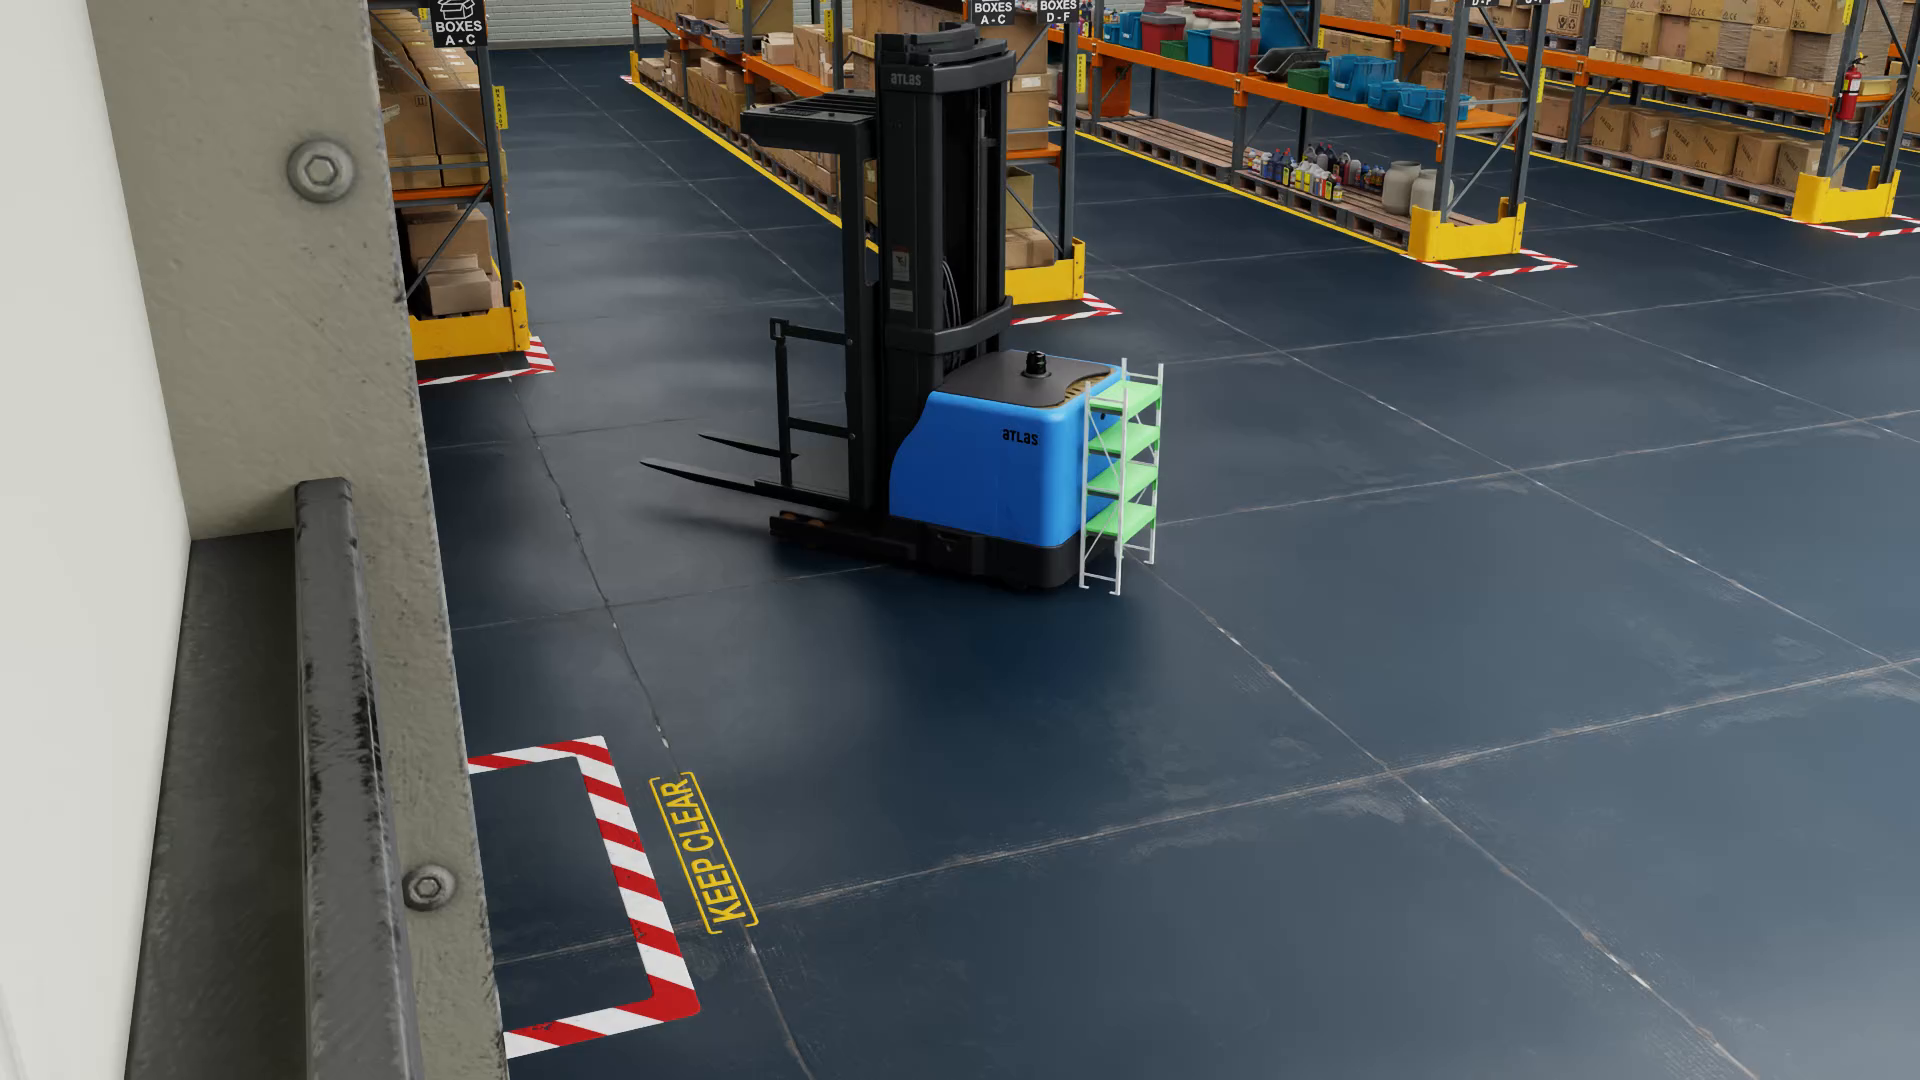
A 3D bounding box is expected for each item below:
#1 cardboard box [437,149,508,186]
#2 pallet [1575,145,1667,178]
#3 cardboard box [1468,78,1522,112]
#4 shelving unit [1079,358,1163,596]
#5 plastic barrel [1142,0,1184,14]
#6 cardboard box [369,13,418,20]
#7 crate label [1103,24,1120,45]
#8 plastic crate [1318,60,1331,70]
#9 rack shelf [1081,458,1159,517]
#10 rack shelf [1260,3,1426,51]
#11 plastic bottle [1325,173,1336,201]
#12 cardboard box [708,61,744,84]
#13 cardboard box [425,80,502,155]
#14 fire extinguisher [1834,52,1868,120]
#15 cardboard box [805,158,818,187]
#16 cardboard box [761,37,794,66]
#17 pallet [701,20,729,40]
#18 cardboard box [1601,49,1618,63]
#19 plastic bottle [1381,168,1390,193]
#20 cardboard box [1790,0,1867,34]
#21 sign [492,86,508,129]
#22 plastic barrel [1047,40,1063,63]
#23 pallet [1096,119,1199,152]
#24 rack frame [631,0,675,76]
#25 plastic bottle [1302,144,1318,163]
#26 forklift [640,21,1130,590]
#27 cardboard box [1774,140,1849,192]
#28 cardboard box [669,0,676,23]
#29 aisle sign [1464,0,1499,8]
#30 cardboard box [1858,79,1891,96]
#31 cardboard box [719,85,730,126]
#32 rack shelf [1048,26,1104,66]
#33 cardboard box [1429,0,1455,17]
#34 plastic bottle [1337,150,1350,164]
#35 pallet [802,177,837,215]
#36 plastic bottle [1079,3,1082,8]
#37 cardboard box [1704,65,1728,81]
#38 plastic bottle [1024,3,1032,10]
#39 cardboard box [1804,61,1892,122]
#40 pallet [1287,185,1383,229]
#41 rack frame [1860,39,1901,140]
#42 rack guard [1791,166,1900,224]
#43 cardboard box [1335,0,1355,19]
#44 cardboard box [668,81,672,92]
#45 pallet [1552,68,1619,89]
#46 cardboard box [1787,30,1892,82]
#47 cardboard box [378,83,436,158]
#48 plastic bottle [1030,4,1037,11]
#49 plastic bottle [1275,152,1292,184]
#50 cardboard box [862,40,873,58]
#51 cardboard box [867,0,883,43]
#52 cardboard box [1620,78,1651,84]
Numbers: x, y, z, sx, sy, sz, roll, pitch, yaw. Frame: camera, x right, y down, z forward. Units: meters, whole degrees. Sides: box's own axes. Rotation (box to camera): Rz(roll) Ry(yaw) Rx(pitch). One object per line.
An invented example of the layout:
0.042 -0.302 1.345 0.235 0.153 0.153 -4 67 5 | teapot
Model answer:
-3.976 -3.060 13.516 0.500 0.250 0.500 -9 25 -21 | cardboard box
8.658 -4.868 21.226 1.003 0.211 1.213 -8 24 -19 | pallet
7.645 -6.250 23.569 0.700 0.500 0.500 -6 24 -15 | cardboard box
0.894 -0.353 9.241 0.258 1.200 0.503 12 26 26 | shelving unit
2.788 -7.101 22.760 0.600 0.536 0.708 -8 24 -19 | plastic barrel
-6.529 -5.686 18.883 0.700 0.500 0.500 -11 25 -24 | cardboard box
2.139 -6.884 22.635 0.303 0.233 0.416 -8 24 -19 | crate label
4.399 -5.279 18.803 0.499 0.251 0.616 -8 24 -19 | plastic crate
0.894 -0.294 9.266 0.258 0.148 0.480 12 26 26 | rack shelf
6.268 -8.240 26.564 1.077 0.370 4.000 -8 24 -19 | rack shelf
4.050 -3.857 18.169 0.061 0.283 0.133 -8 24 -18 | plastic bottle
-3.233 -6.582 23.391 0.500 0.250 0.500 -9 24 -20 | cardboard box
-3.989 -3.400 13.355 0.500 0.500 0.500 -8 24 -19 | cardboard box
9.410 -4.798 17.570 0.296 0.674 0.183 -8 24 -19 | fire extinguisher
-1.476 -4.255 19.183 0.500 0.250 0.500 -9 24 -20 | cardboard box
-2.159 -6.095 20.662 0.500 0.311 0.500 -9 24 -20 | cardboard box
-2.986 -7.105 23.191 1.003 0.211 1.213 -8 24 -19 | pallet
8.258 -6.064 20.798 0.380 0.149 0.250 -8 24 -19 | cardboard box
4.755 -3.996 18.499 0.061 0.283 0.133 -8 24 -18 | plastic bottle
9.375 -5.748 17.926 0.500 0.500 0.500 -8 24 -19 | cardboard box
-3.594 -3.373 12.975 0.100 0.325 0.005 -8 24 -19 | sign
1.354 -7.388 25.777 0.600 0.901 0.708 -8 24 -19 | plastic barrel
2.578 -5.594 22.949 1.003 0.211 1.213 -8 24 -19 | pallet
-5.120 -9.394 28.375 1.000 3.000 0.127 -8 24 -19 | rack frame
4.116 -4.480 19.560 0.144 0.351 0.185 -8 24 -19 | plastic bottle
-0.551 -1.470 9.662 3.031 2.935 1.130 12 26 27 | forklift
9.596 -4.209 18.751 0.500 0.500 0.500 -4 23 -9 | cardboard box
-4.124 -8.133 25.255 0.500 0.500 0.500 -8 24 -18 | cardboard box
4.915 -5.390 15.528 0.394 0.787 0.004 -8 24 -19 | aisle sign
9.923 -4.959 18.176 0.380 0.149 0.250 -8 24 -19 | cardboard box
-3.027 -6.034 23.055 0.500 0.500 0.500 -9 25 -21 | cardboard box
1.635 -7.561 24.952 1.077 0.370 4.000 -8 24 -19 | rack shelf
7.203 -7.894 24.147 0.500 0.500 0.500 -12 25 -25 | cardboard box
4.433 -4.313 19.164 0.144 0.351 0.185 -8 24 -19 | plastic bottle
-1.178 -4.011 19.195 1.003 0.211 1.213 -8 24 -19 | pallet
1.806 -8.014 25.260 0.152 0.276 0.135 -8 24 -19 | plastic bottle
8.879 -5.428 19.290 0.380 0.149 0.250 -8 24 -19 | cardboard box
1.062 -8.005 25.239 0.152 0.276 0.135 -8 24 -19 | plastic bottle
12.760 -6.406 23.641 1.050 0.750 0.750 -8 24 -19 | cardboard box
4.387 -3.733 18.535 1.003 0.211 1.213 -8 24 -19 | pallet
13.064 -7.035 22.780 1.000 3.000 0.127 -8 24 -19 | rack frame
9.774 -3.814 18.355 1.175 0.500 0.348 -8 24 -19 | rack guard
6.211 -8.407 25.904 0.500 0.500 0.500 -9 25 -21 | cardboard box
-4.363 -7.126 26.098 0.380 0.149 0.250 -8 24 -19 | cardboard box
10.949 -7.931 28.494 1.003 0.211 1.213 -8 24 -19 | pallet
9.632 -5.325 18.210 0.875 0.500 0.500 -8 24 -19 | cardboard box
-4.466 -3.327 13.183 0.500 0.500 0.500 -9 24 -20 | cardboard box
1.144 -7.921 25.039 0.152 0.276 0.135 -8 24 -19 | plastic bottle
3.718 -4.275 19.075 0.144 0.351 0.185 -9 25 -21 | plastic bottle
-0.786 -5.070 17.152 0.380 0.149 0.250 -9 24 -20 | cardboard box
-0.539 -5.334 16.943 0.700 0.500 0.500 -8 24 -19 | cardboard box
11.173 -7.734 27.114 0.500 0.500 0.500 -8 24 -19 | cardboard box
